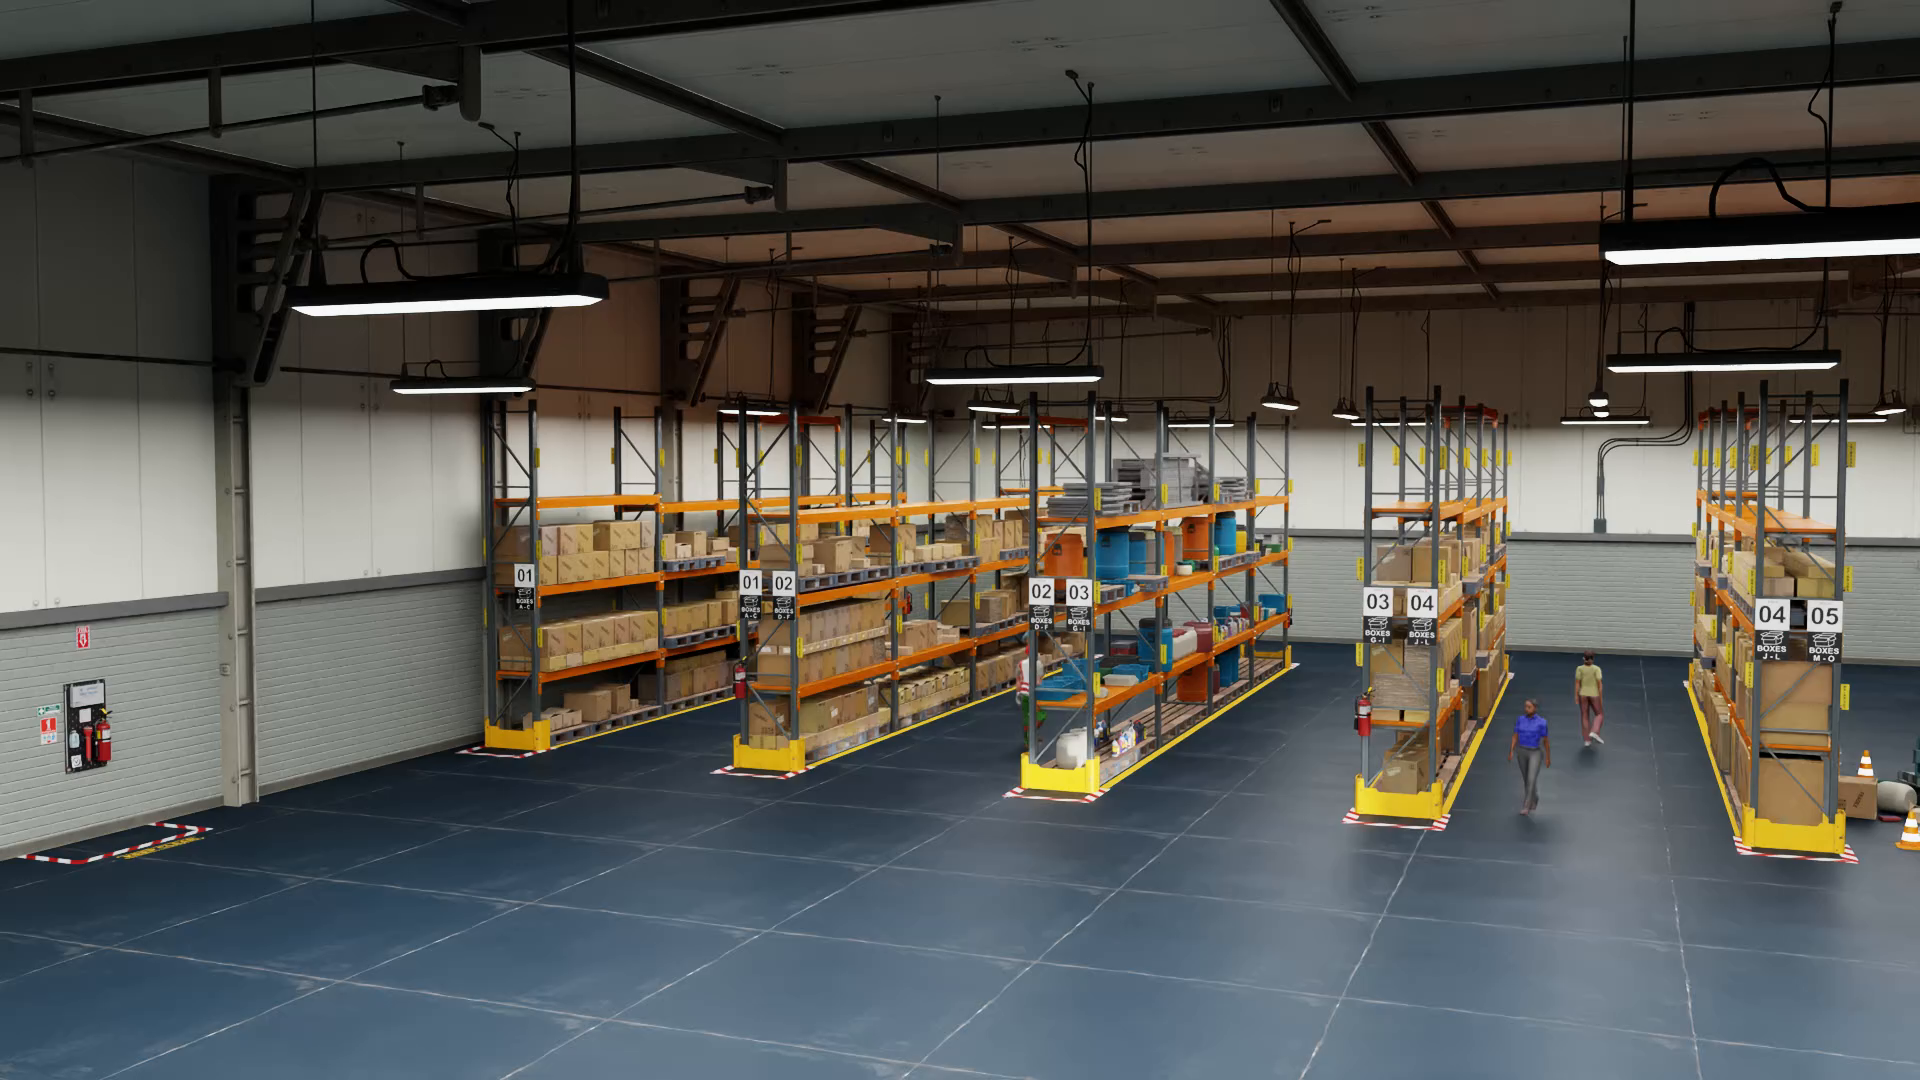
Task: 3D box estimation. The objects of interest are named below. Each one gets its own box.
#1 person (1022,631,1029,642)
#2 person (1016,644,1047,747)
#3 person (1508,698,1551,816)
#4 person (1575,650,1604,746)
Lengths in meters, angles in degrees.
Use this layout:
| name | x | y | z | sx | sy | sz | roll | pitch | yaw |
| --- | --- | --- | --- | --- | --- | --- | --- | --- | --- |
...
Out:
| name | x | y | z | sx | sy | sz | roll | pitch | yaw |
| --- | --- | --- | --- | --- | --- | --- | --- | --- | --- |
| person | 1.789 | 2.012 | 42.885 | 0.650 | 1.763 | 0.621 | -1 | 3 | -22 |
| person | 1.213 | 2.687 | 28.767 | 0.584 | 1.782 | 0.490 | 2 | 3 | 31 |
| person | 7.955 | 3.026 | 23.349 | 0.478 | 1.608 | 0.958 | 3 | 4 | 44 |
| person | 10.936 | 2.746 | 28.882 | 0.500 | 1.668 | 0.502 | 1 | 3 | 25 |
